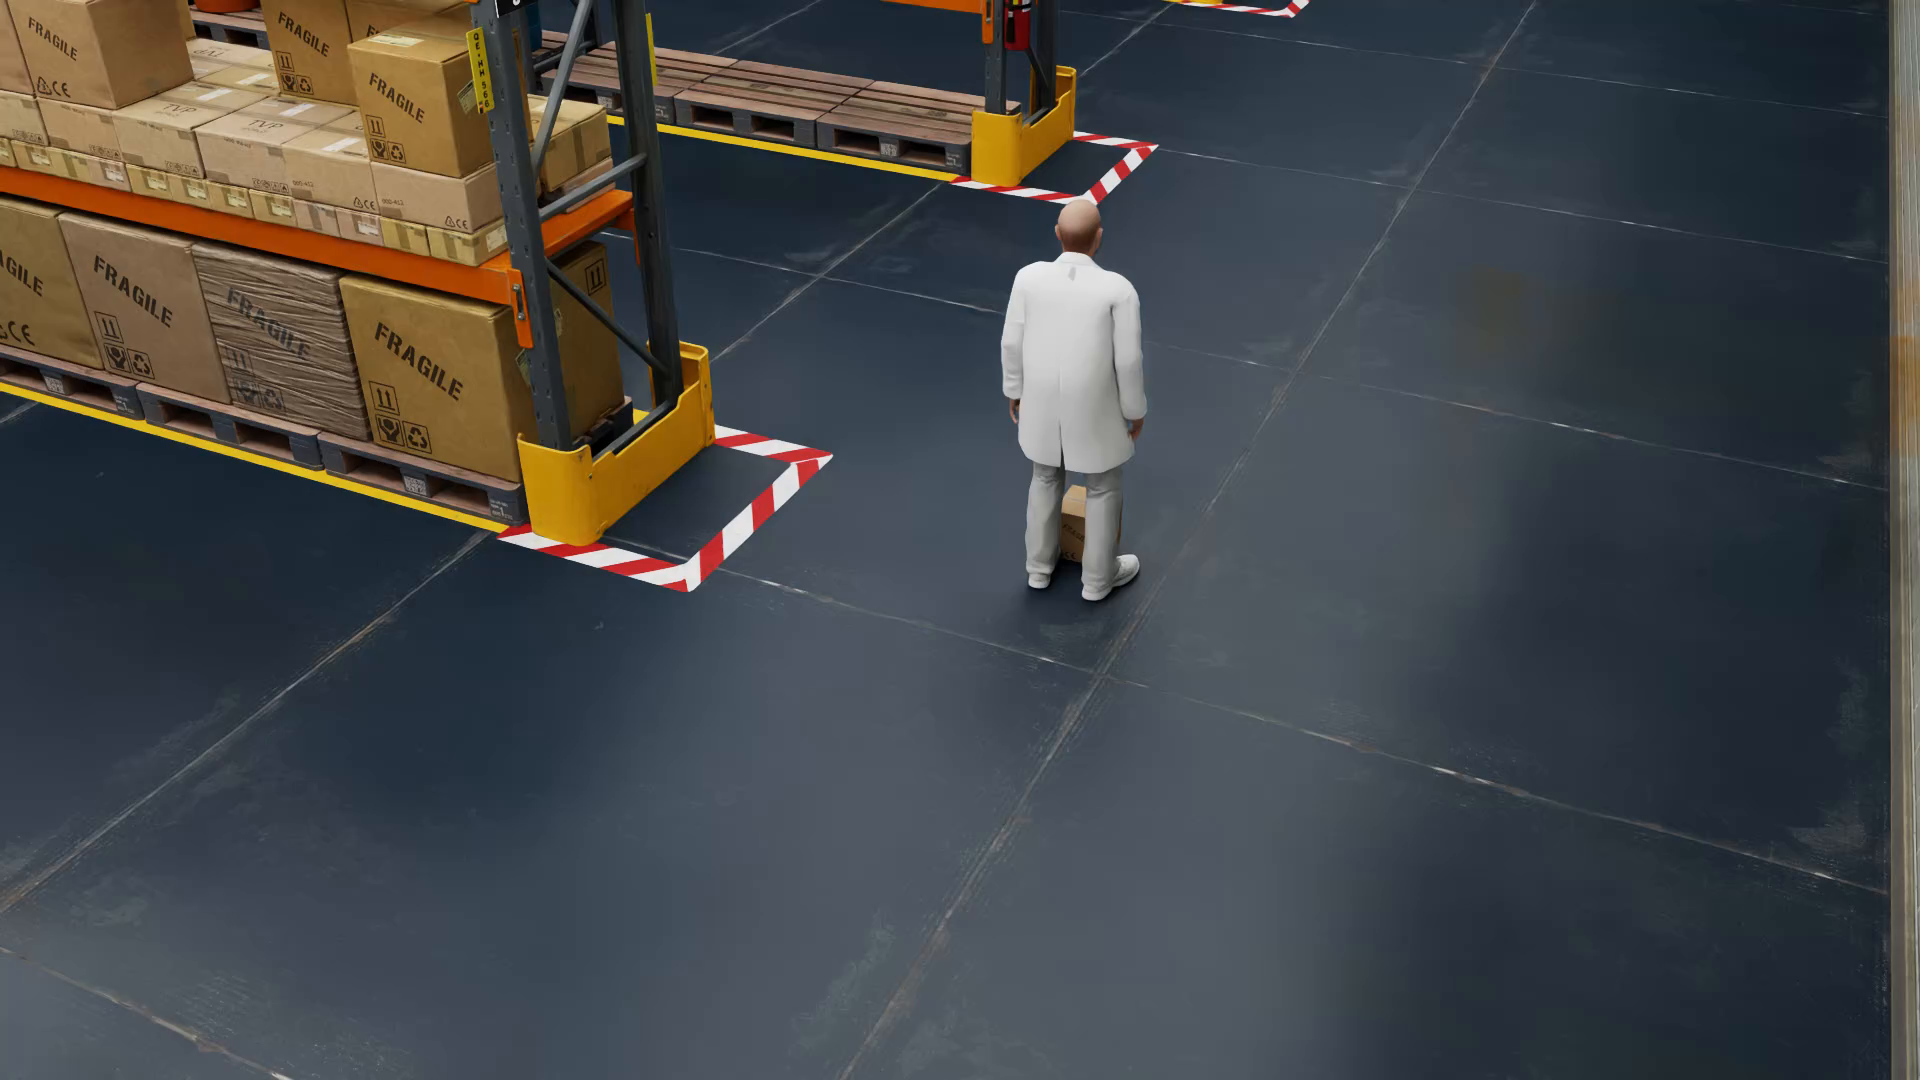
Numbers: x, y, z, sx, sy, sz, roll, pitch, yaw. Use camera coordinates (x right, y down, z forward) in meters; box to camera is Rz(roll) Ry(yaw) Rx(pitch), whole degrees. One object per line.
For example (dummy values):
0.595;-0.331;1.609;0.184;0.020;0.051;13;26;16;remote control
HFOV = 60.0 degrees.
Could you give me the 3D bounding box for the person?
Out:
0.483;-0.575;7.033;0.637;1.773;0.428;13;35;19;person
